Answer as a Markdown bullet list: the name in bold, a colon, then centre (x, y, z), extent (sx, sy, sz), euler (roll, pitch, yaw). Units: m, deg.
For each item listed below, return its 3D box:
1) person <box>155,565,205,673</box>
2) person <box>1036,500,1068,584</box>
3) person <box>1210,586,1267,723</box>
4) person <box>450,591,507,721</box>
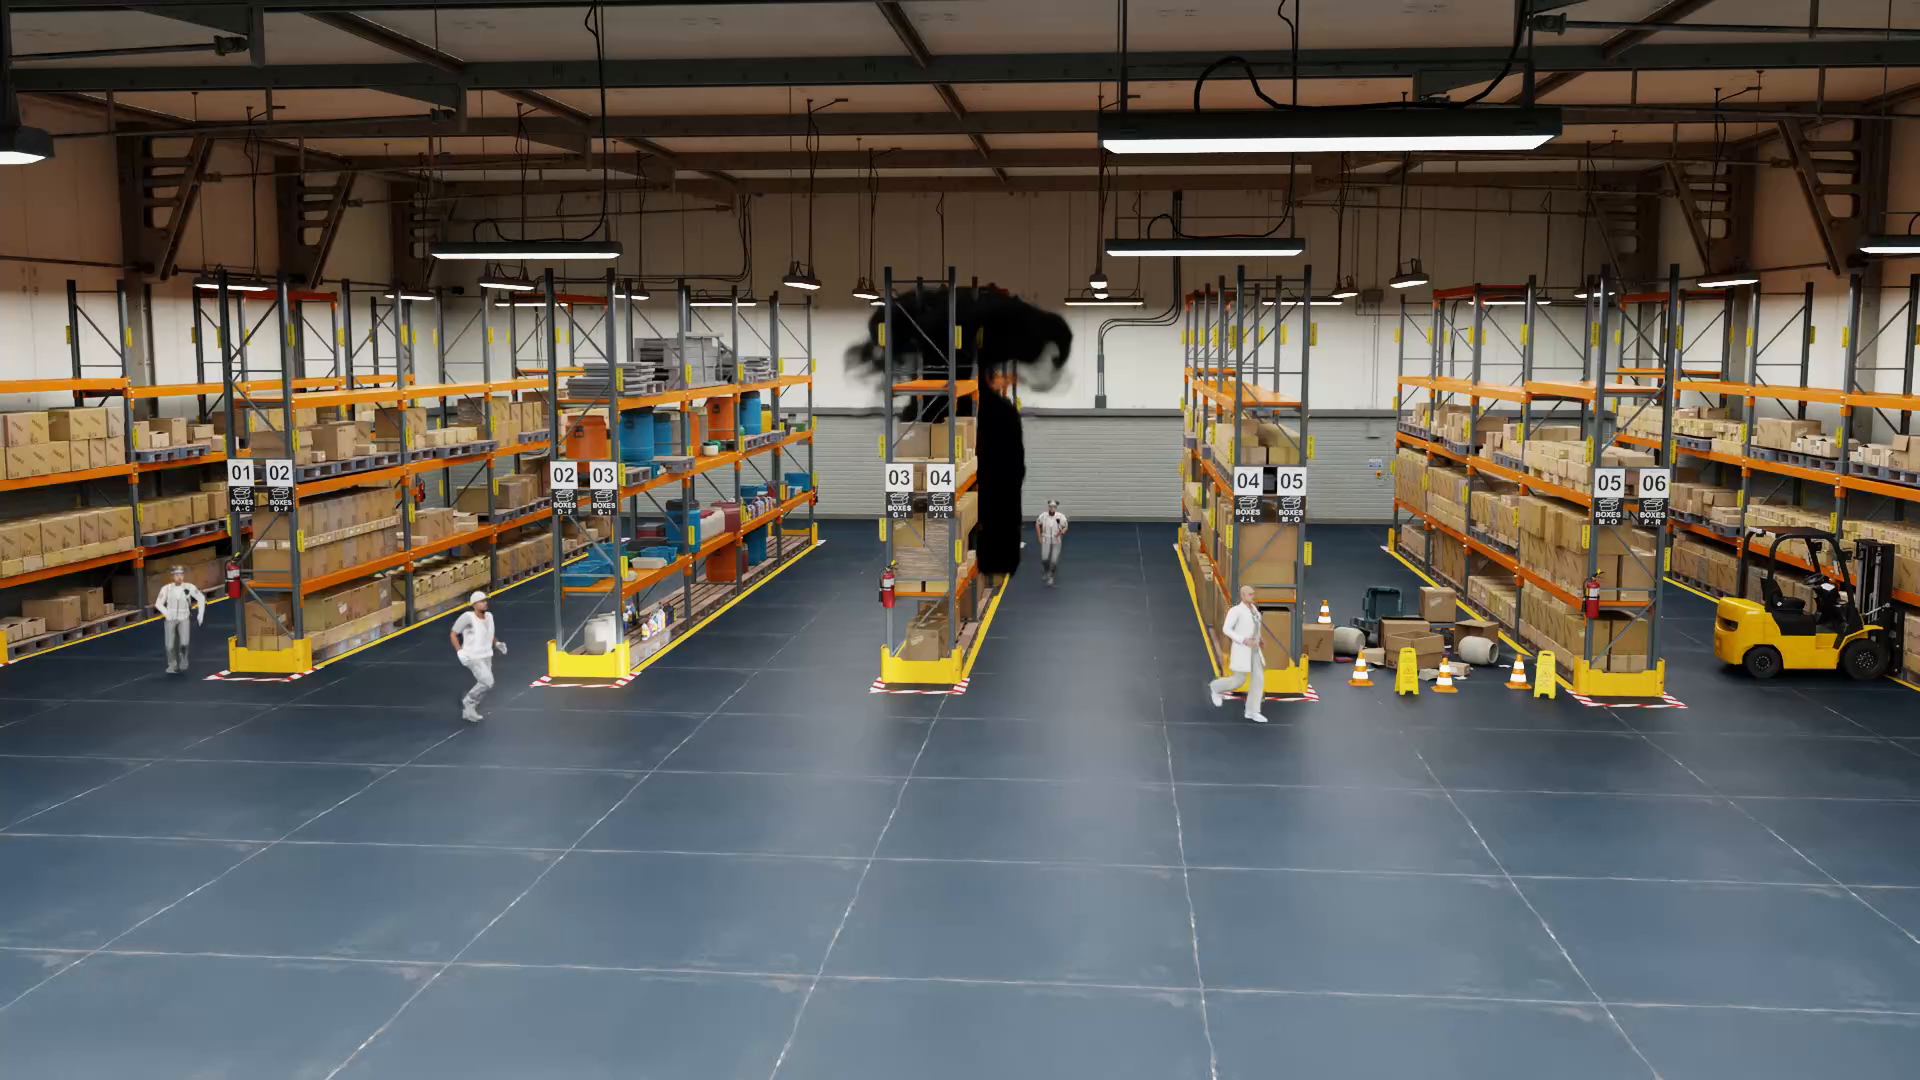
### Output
- **person**: centre (-11.614, 1.179, 24.780), extent (0.665, 1.627, 0.582), euler (-3, 7, -22)
- **person**: centre (1.858, 0.037, 33.770), extent (0.663, 1.739, 0.624), euler (1, 7, 5)
- **person**: centre (3.754, 1.475, 21.992), extent (0.736, 1.757, 0.984), euler (-6, 9, -40)
- **person**: centre (-6.251, 1.520, 21.666), extent (0.674, 1.718, 0.620), euler (3, 8, 23)
